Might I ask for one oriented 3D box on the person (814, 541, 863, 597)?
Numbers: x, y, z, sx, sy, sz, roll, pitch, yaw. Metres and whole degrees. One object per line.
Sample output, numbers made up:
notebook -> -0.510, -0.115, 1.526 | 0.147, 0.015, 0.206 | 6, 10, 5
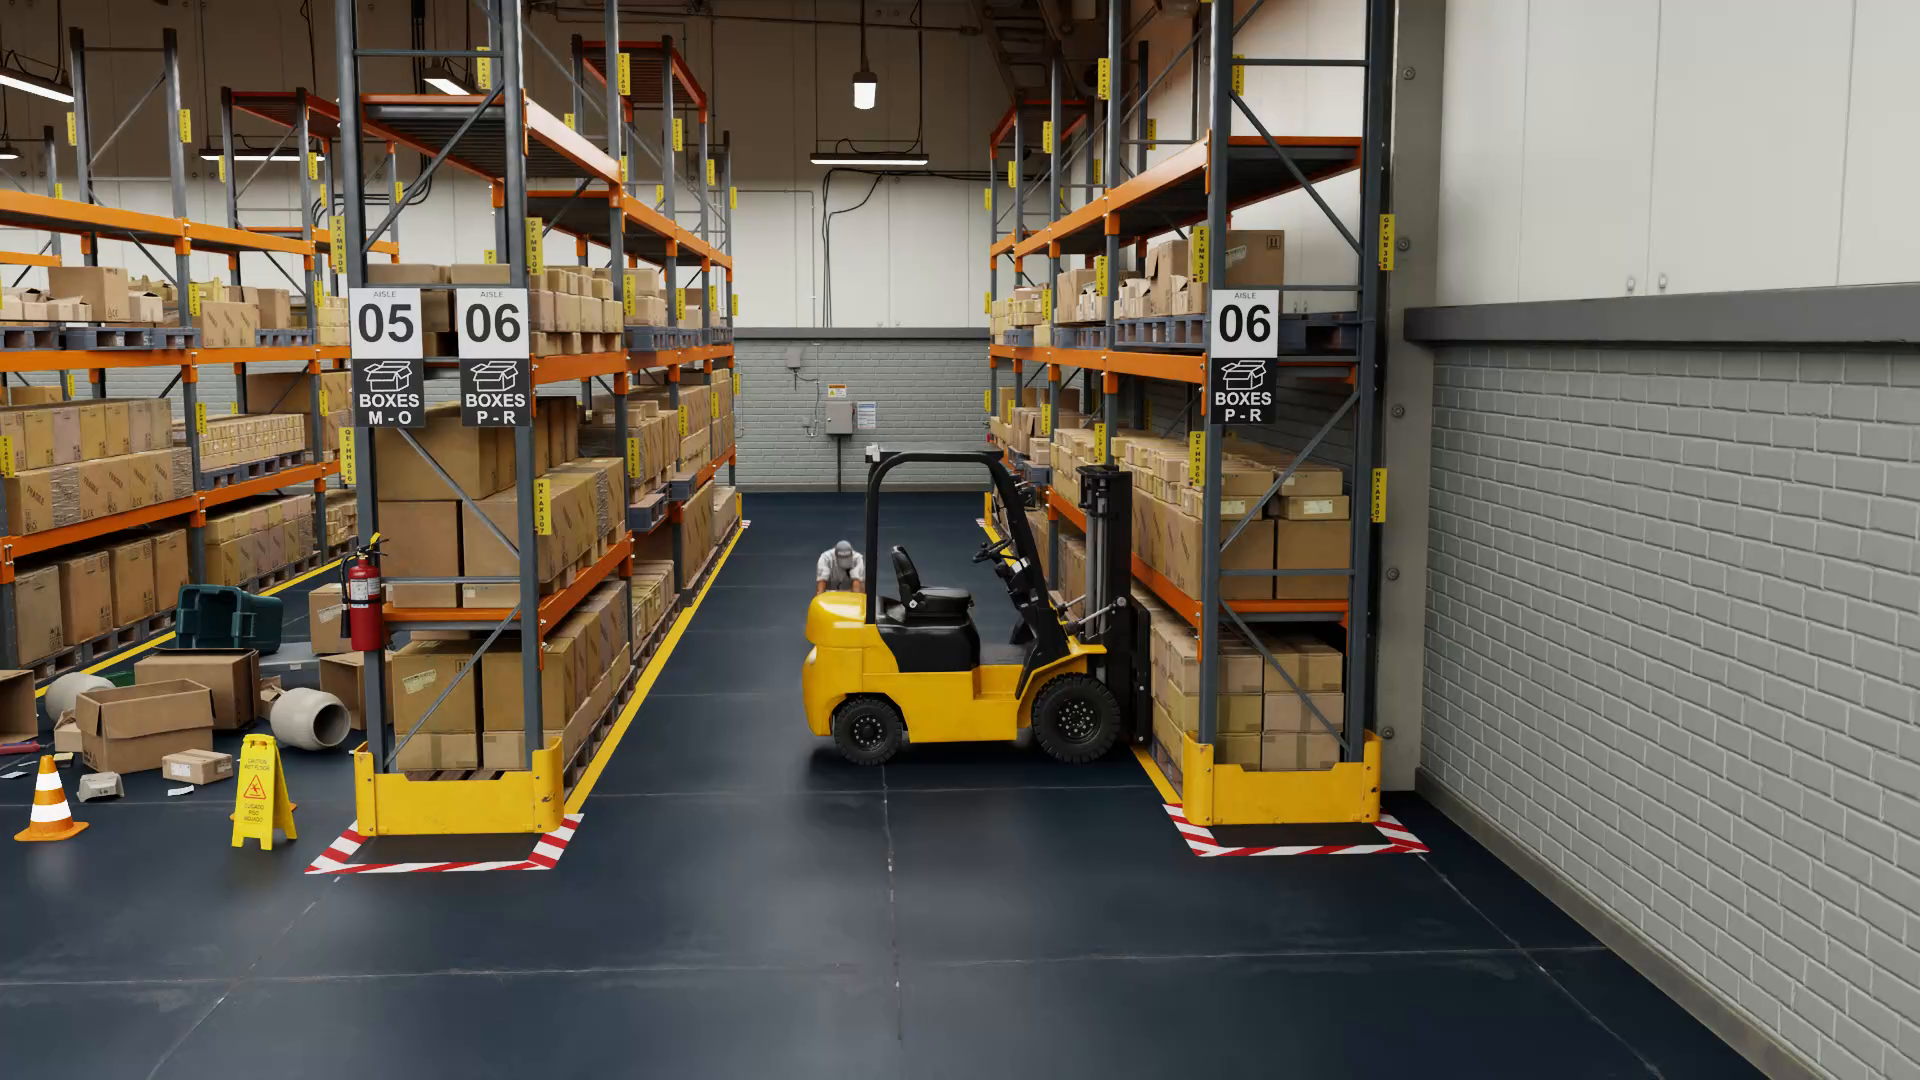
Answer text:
person -> -1.207, 0.450, 16.573 | 0.507, 0.949, 0.877 | -1, 7, -5
